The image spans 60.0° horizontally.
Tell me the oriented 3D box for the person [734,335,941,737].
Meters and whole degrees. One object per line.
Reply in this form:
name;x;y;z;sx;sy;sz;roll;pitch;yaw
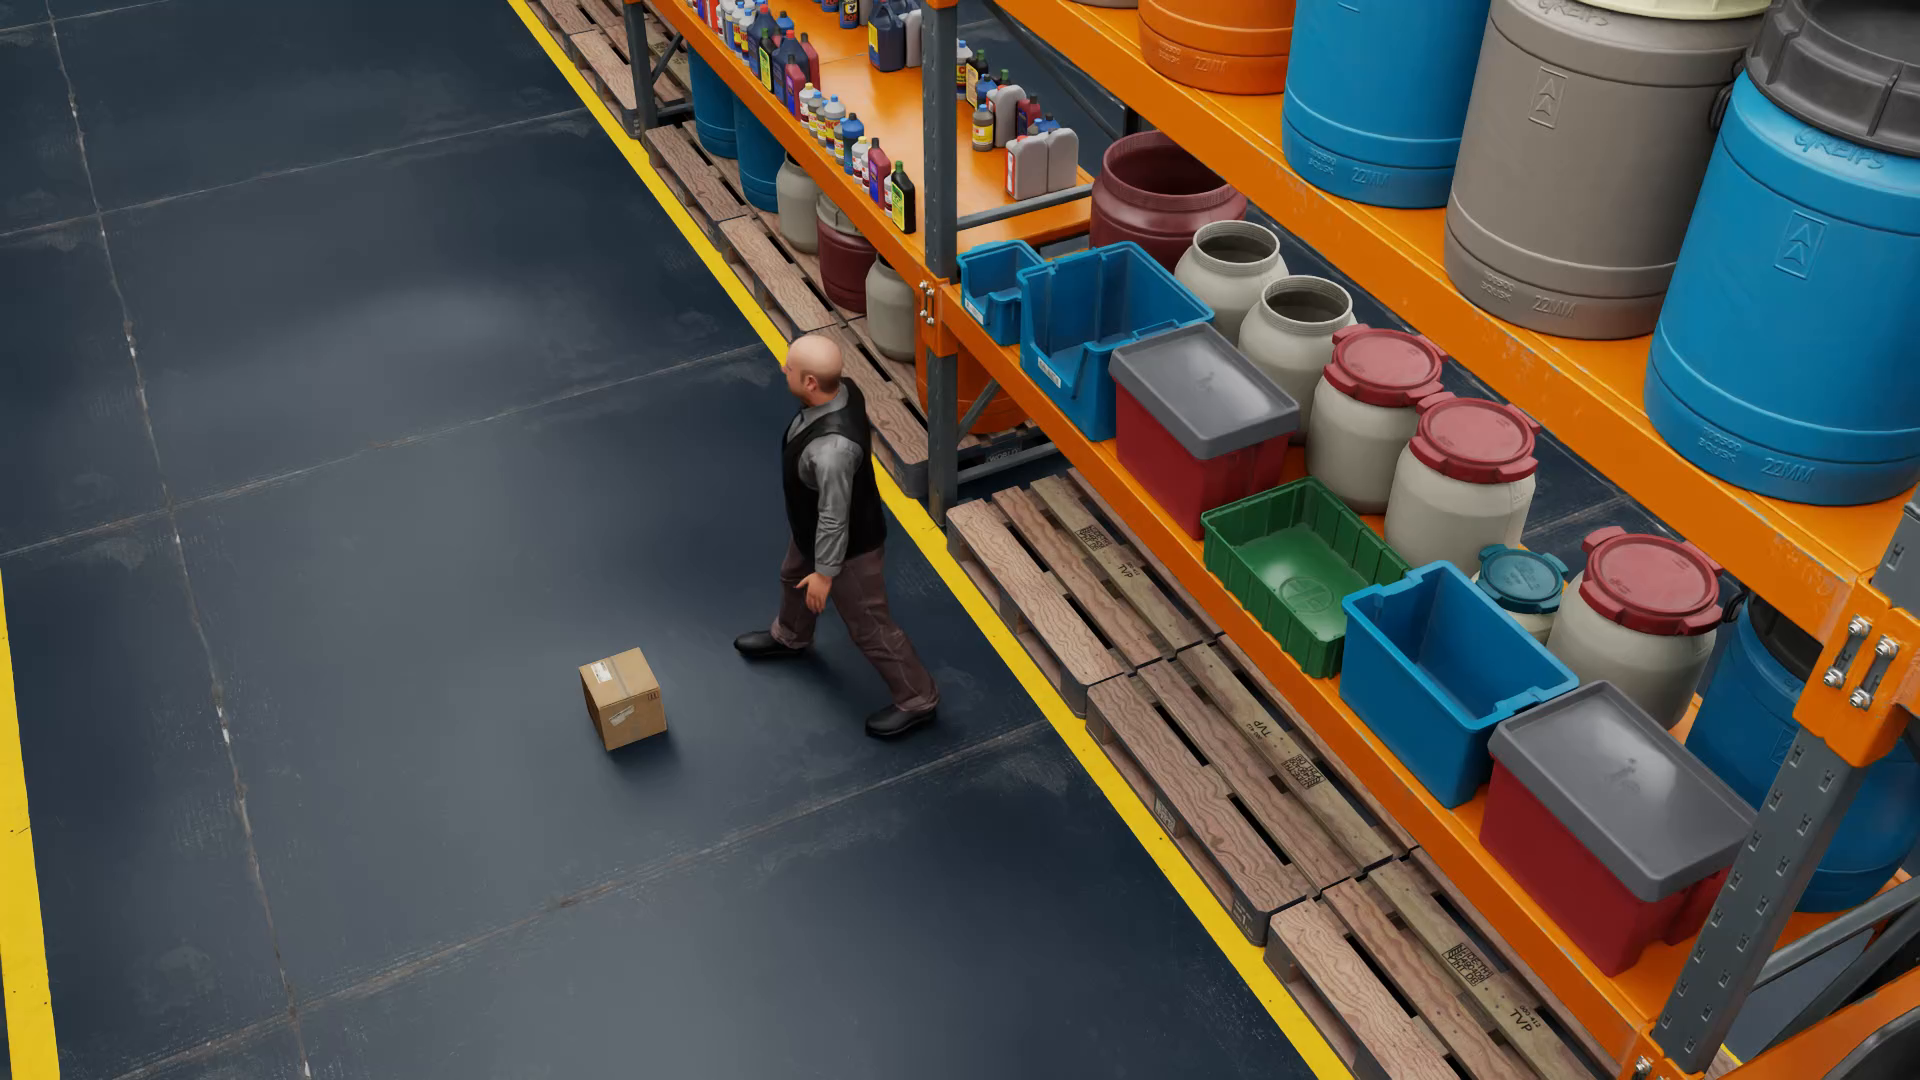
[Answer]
person;-0.504;-0.038;6.228;0.801;1.688;0.654;-6;41;-7
